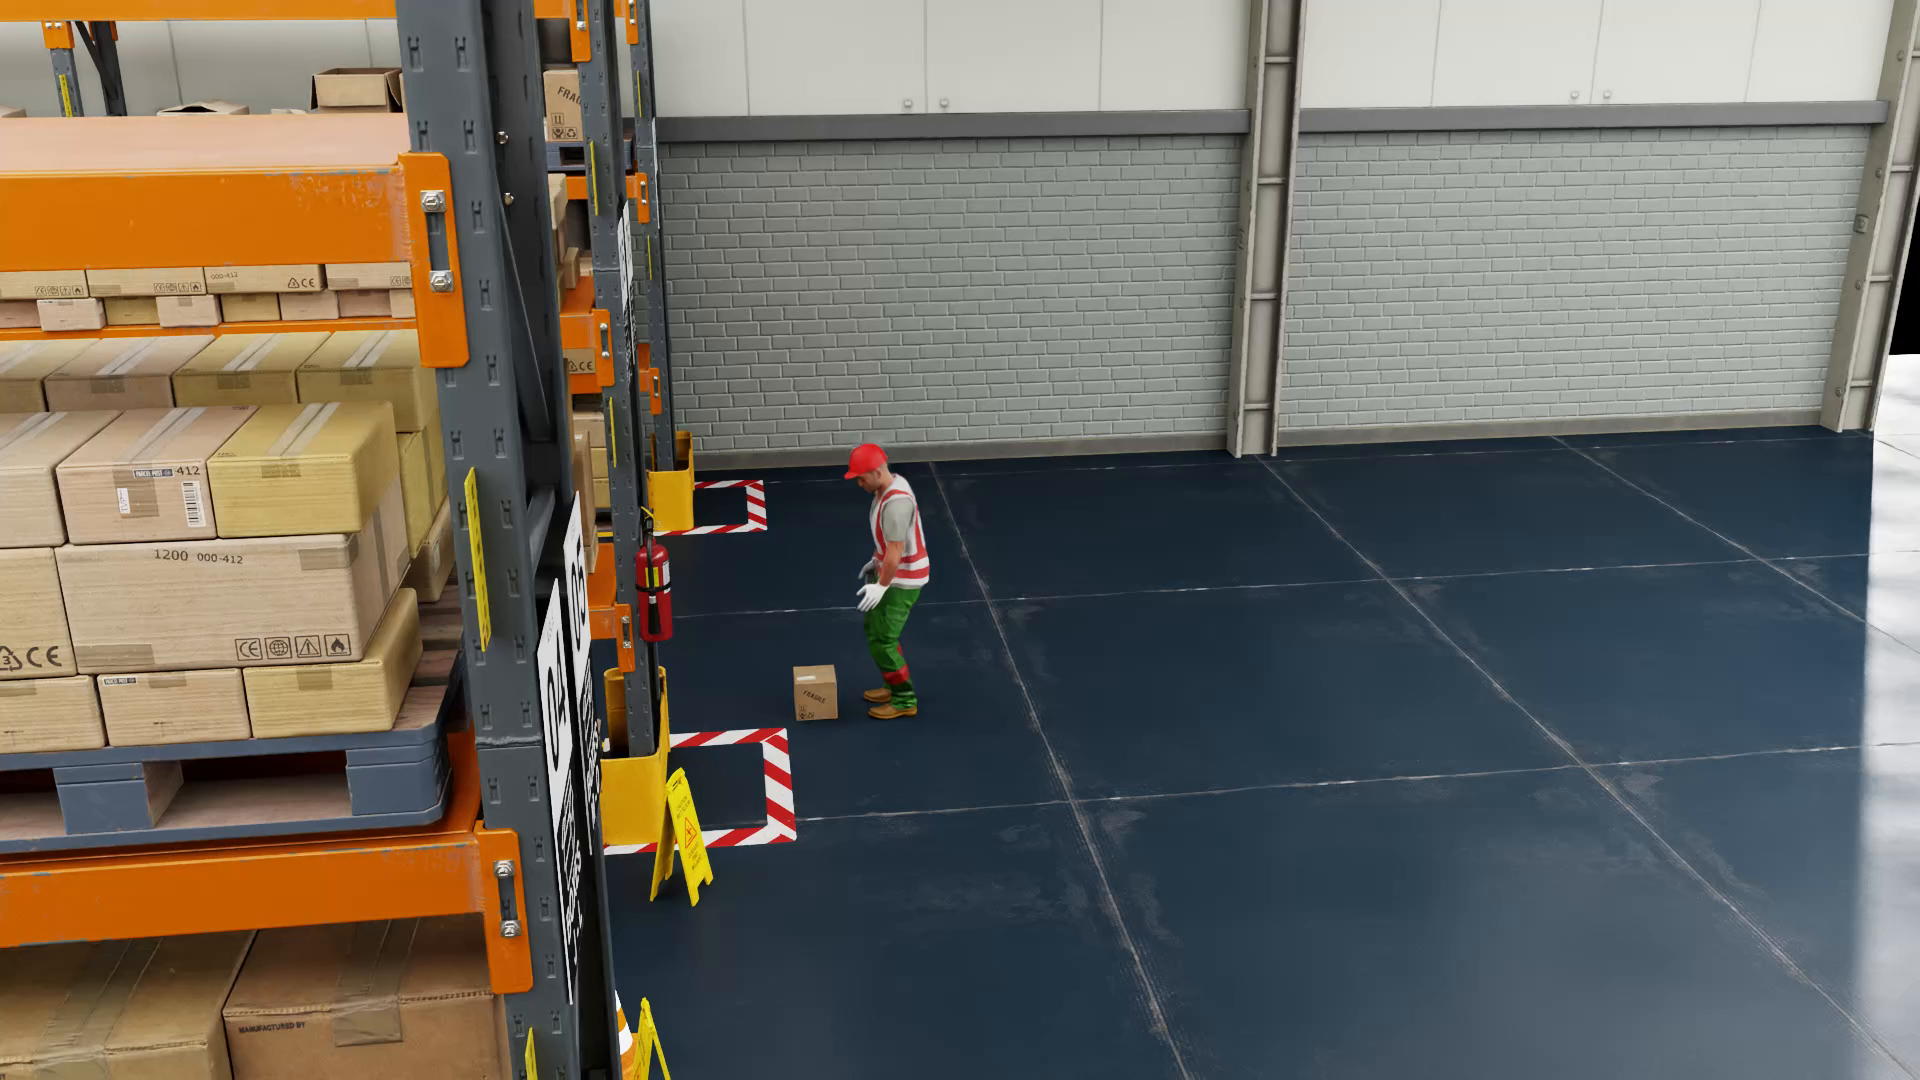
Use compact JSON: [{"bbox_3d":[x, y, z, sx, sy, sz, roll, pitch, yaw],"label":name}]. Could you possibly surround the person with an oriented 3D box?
[{"bbox_3d":[-0.433,0.242,9.984,0.496,1.713,0.551,-2,20,-6],"label":"person"}]
